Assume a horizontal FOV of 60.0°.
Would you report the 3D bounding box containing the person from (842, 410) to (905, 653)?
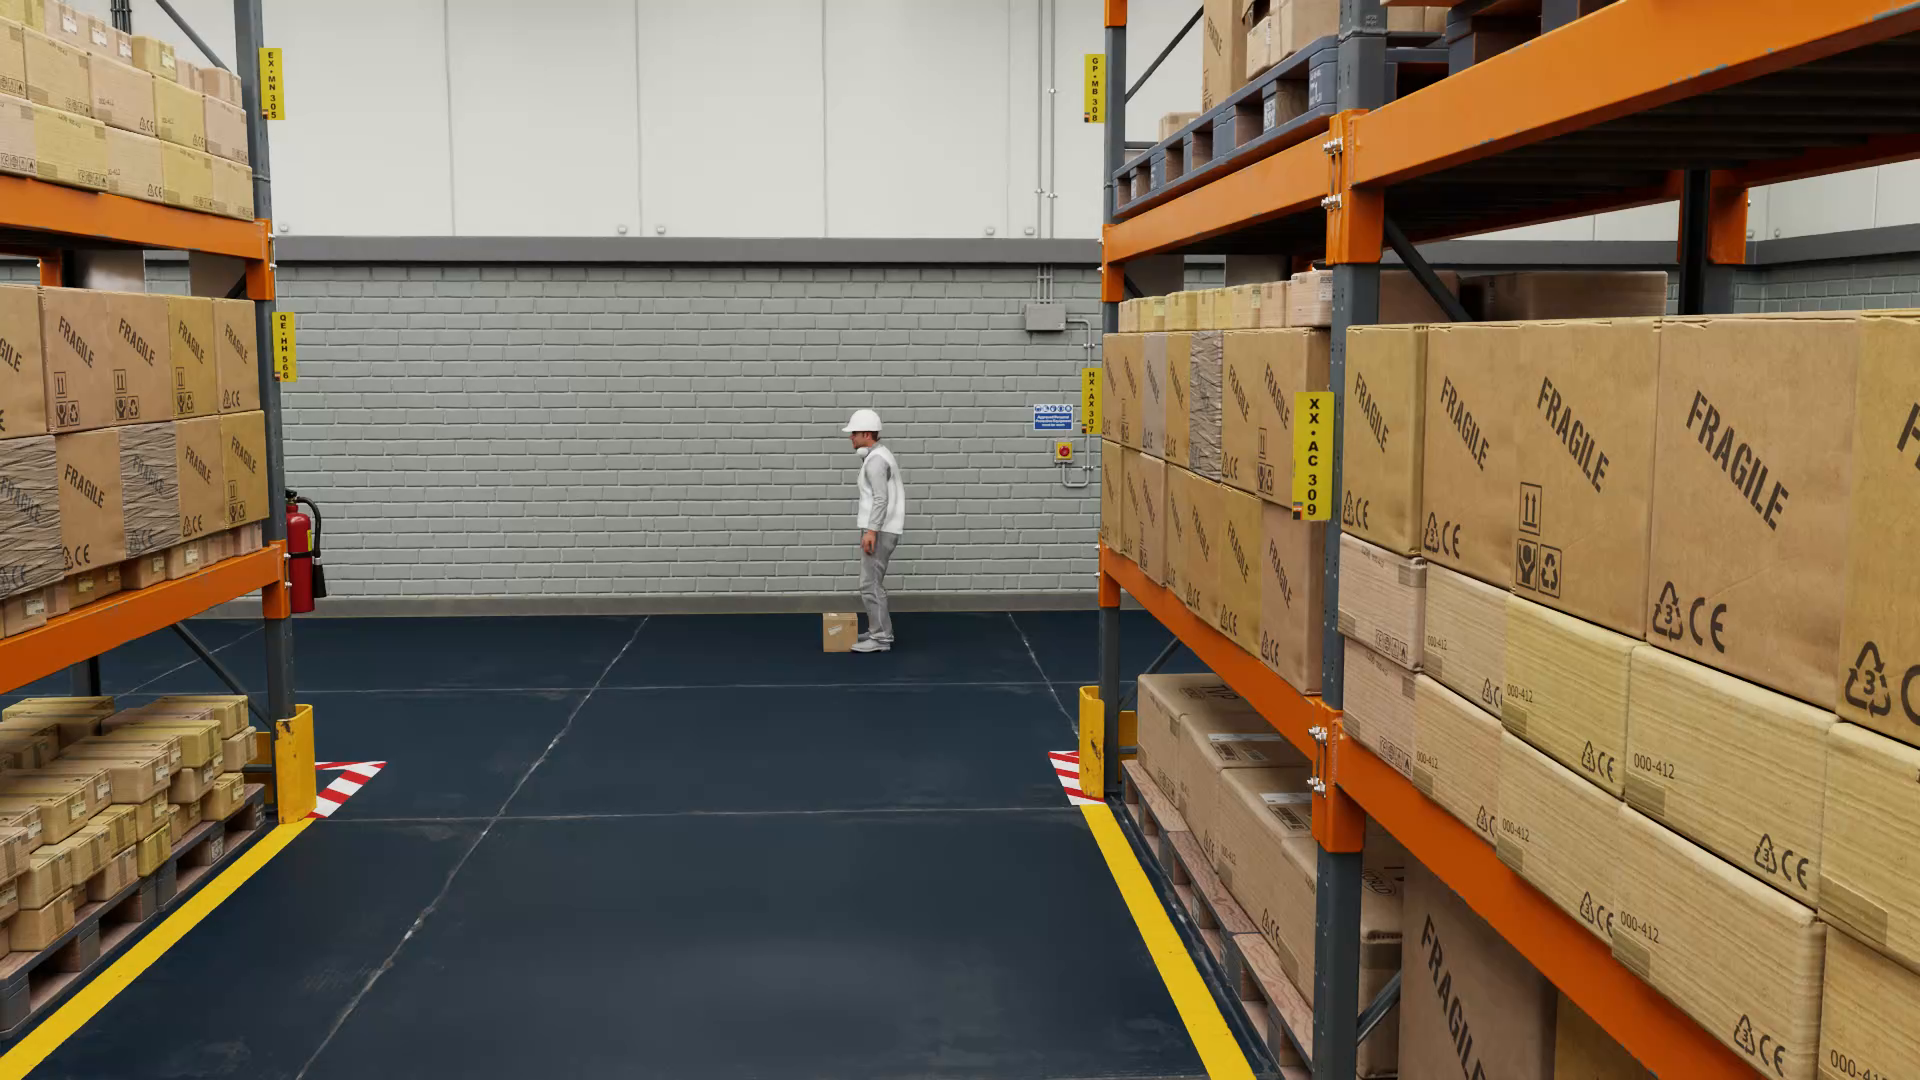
[{"bbox_3d":[-0.633,-0.075,12.255,0.463,1.771,0.580,0,7,-4],"label":"person"}]
